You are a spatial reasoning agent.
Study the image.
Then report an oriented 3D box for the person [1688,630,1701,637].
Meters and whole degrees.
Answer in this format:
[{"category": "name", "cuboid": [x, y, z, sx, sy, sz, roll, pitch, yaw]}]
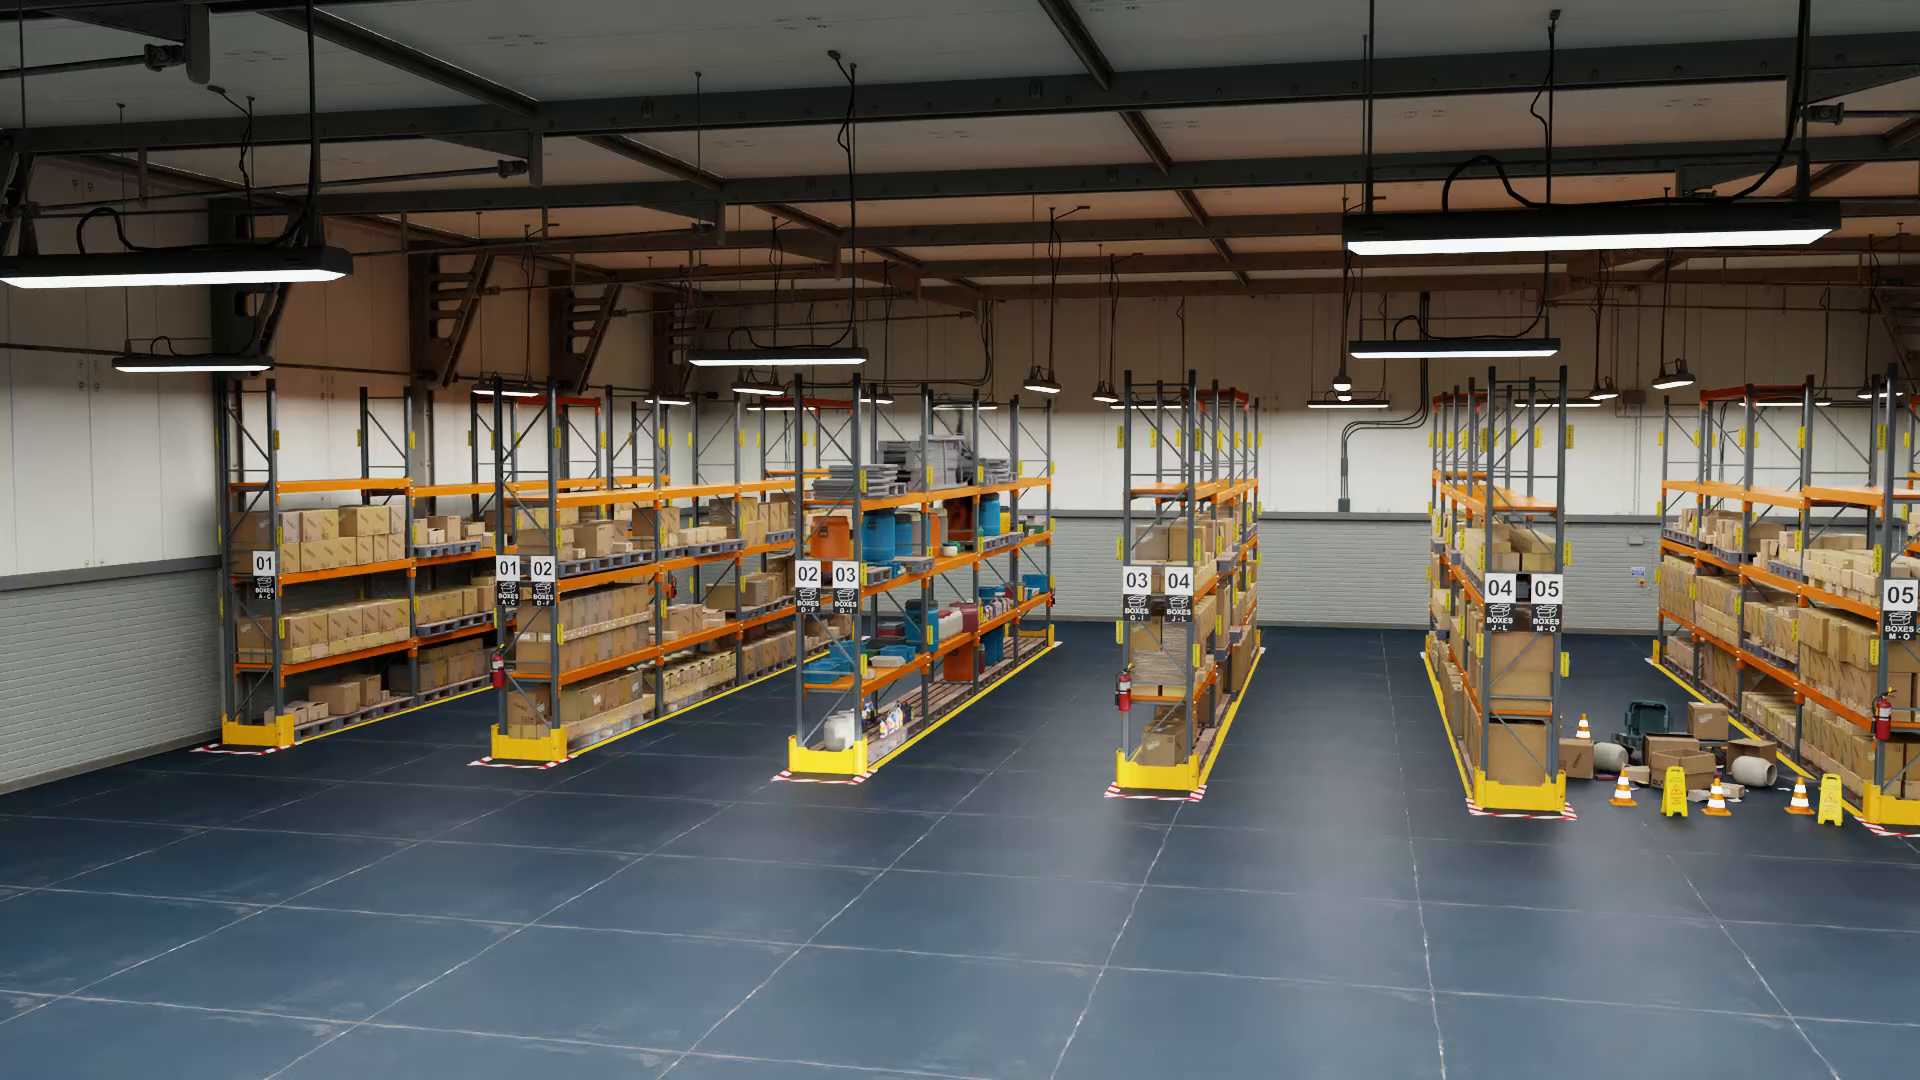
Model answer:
[{"category": "person", "cuboid": [16.963, 1.945, 38.131, 0.782, 1.537, 0.607, 3, 4, 38]}]
